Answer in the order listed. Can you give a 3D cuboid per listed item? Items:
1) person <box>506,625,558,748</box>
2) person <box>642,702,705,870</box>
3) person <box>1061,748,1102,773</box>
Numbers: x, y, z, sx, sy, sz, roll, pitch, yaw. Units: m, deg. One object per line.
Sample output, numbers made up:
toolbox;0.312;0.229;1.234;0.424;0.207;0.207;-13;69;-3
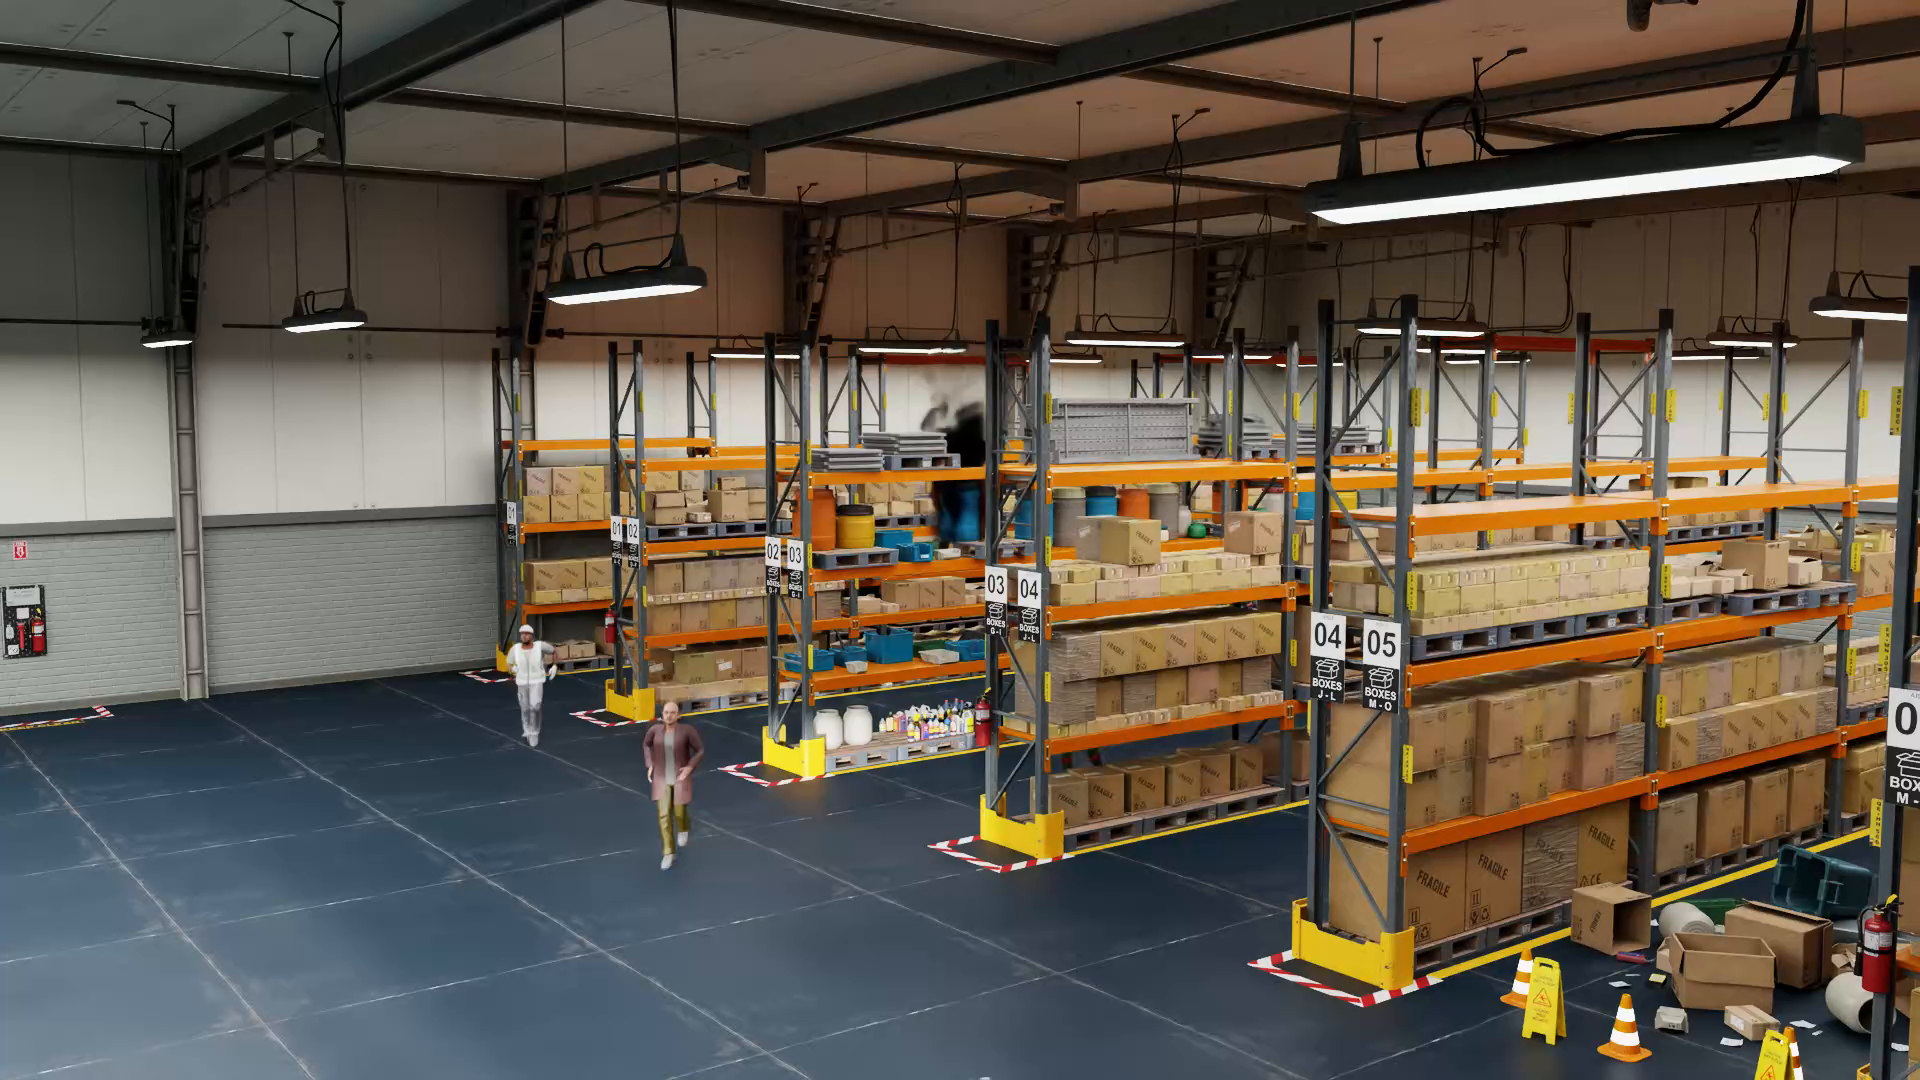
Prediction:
person;-6.303;2.130;24.452;0.696;1.800;0.894;0;5;-2
person;-3.184;2.673;18.485;0.722;1.782;0.947;0;5;-1
person;1.574;2.354;21.808;0.646;1.845;0.793;4;6;36
